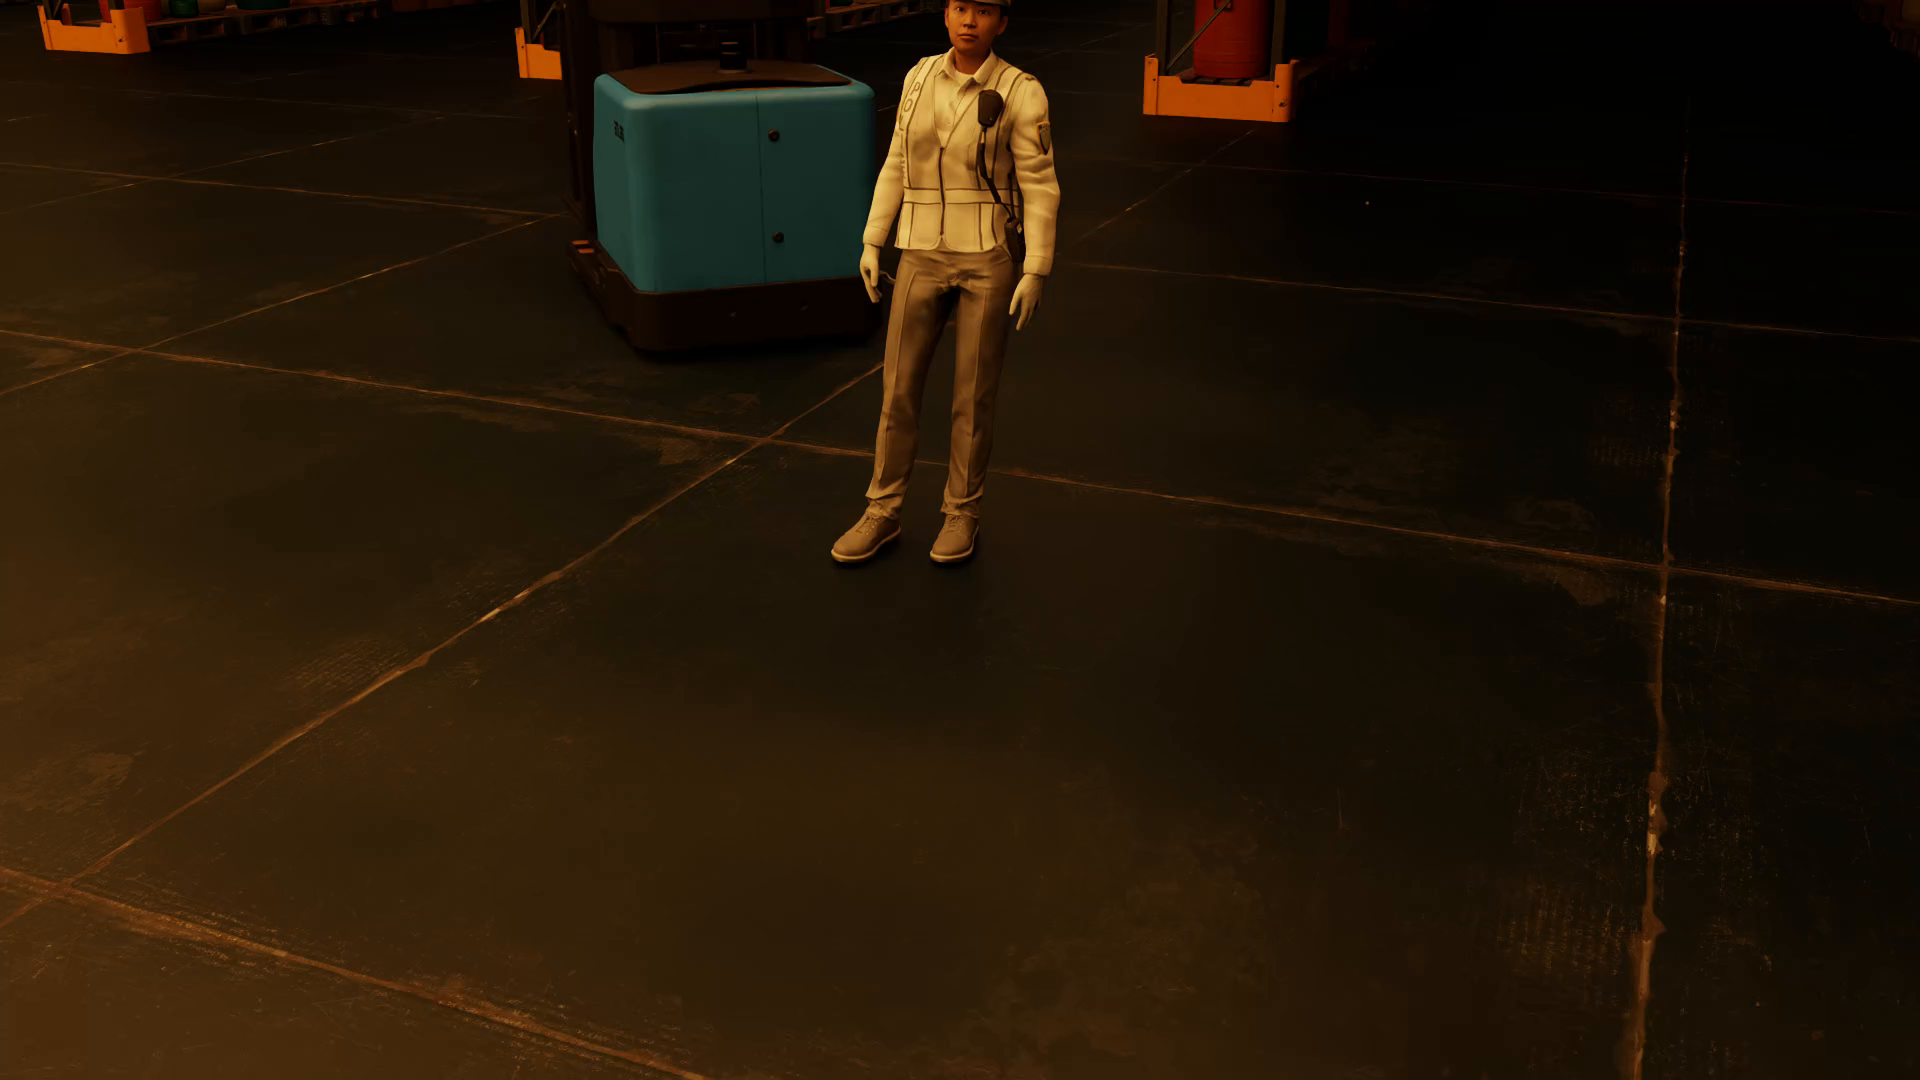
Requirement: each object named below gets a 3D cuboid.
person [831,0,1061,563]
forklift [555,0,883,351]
[{"bbox_3d":[-0.032,-0.765,4.708,0.587,1.696,0.534,9,24,21],"label":"person"},{"bbox_3d":[-1.317,-2.655,7.643,1.130,2.935,3.031,-8,24,-19],"label":"forklift"}]
